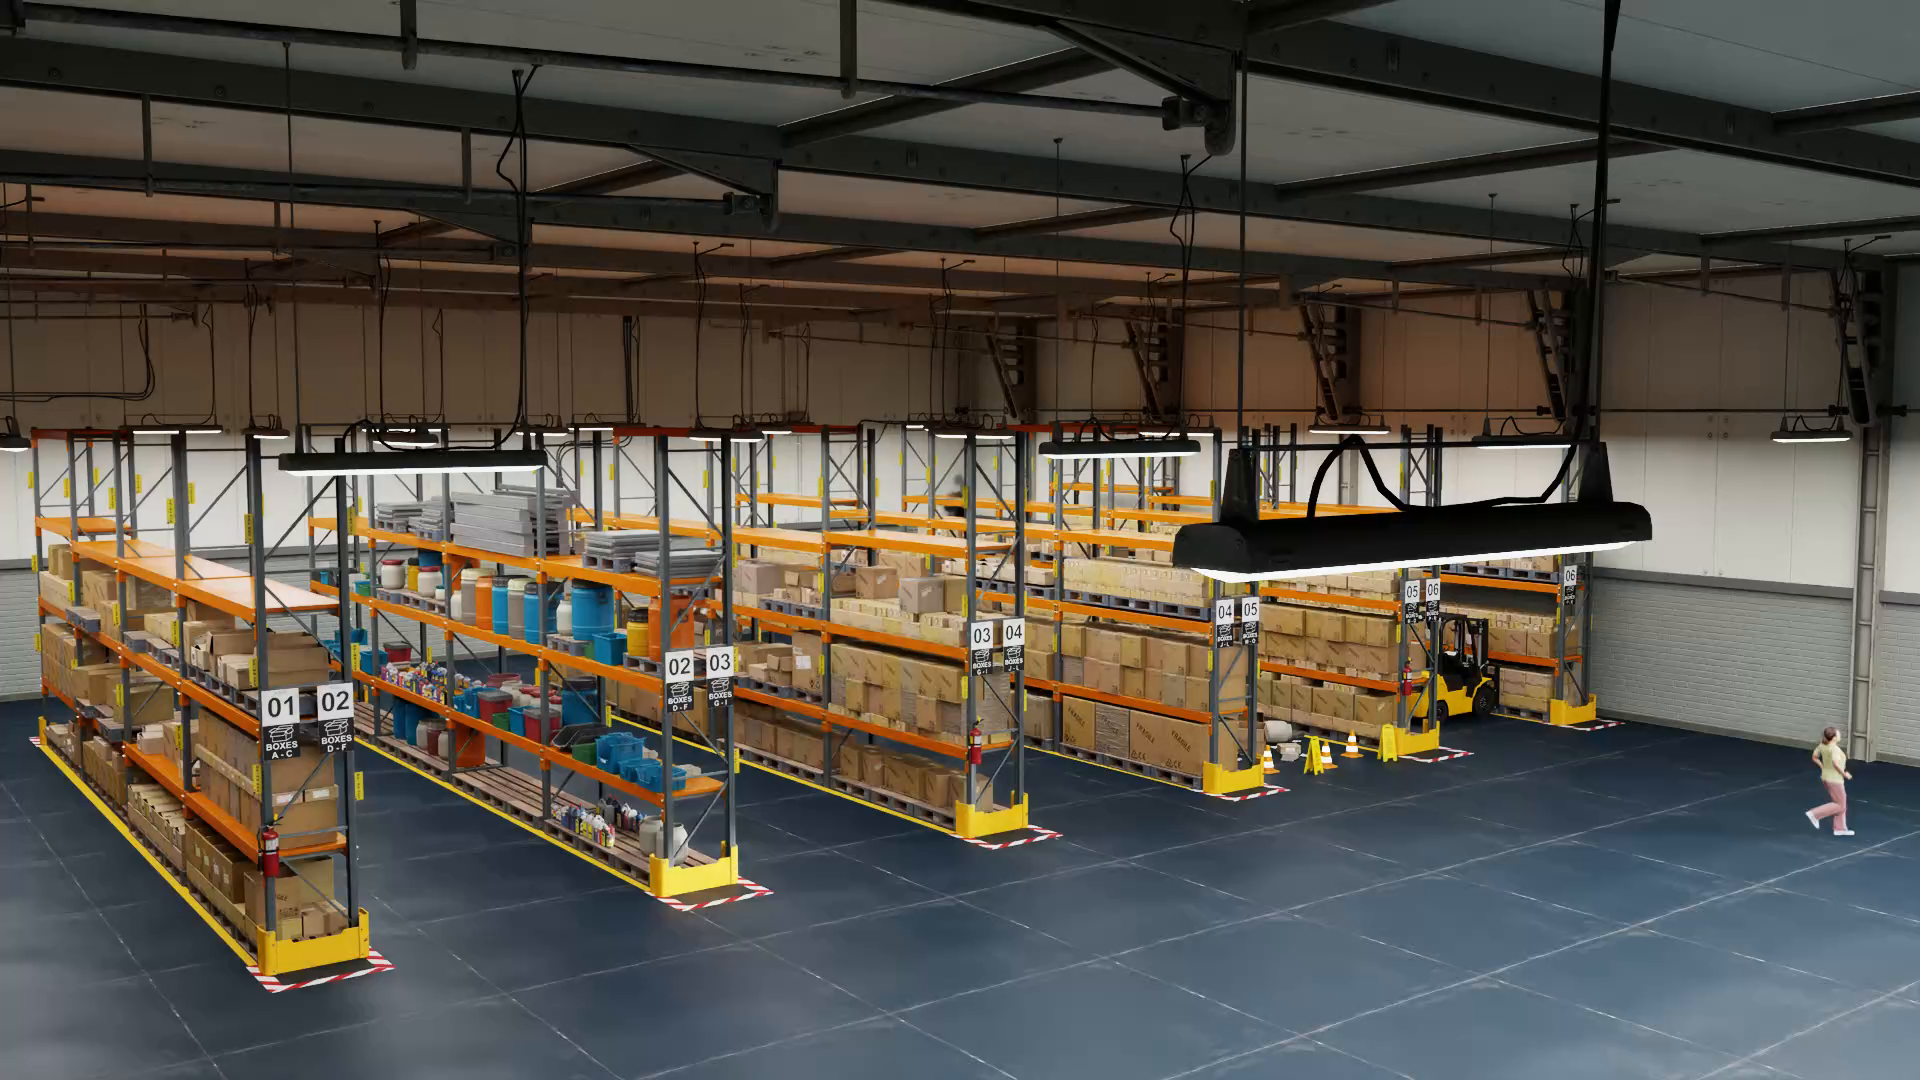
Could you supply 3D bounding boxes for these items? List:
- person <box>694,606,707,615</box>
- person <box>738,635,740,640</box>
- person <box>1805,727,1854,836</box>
[{"bbox_3d":[-6.435,2.281,40.670,0.729,1.709,0.974,2,5,23],"label":"person"},{"bbox_3d":[-5.285,2.636,38.110,0.544,1.447,0.791,-3,5,-30],"label":"person"},{"bbox_3d":[12.896,3.573,24.643,0.762,1.633,0.596,0,4,-3],"label":"person"}]
